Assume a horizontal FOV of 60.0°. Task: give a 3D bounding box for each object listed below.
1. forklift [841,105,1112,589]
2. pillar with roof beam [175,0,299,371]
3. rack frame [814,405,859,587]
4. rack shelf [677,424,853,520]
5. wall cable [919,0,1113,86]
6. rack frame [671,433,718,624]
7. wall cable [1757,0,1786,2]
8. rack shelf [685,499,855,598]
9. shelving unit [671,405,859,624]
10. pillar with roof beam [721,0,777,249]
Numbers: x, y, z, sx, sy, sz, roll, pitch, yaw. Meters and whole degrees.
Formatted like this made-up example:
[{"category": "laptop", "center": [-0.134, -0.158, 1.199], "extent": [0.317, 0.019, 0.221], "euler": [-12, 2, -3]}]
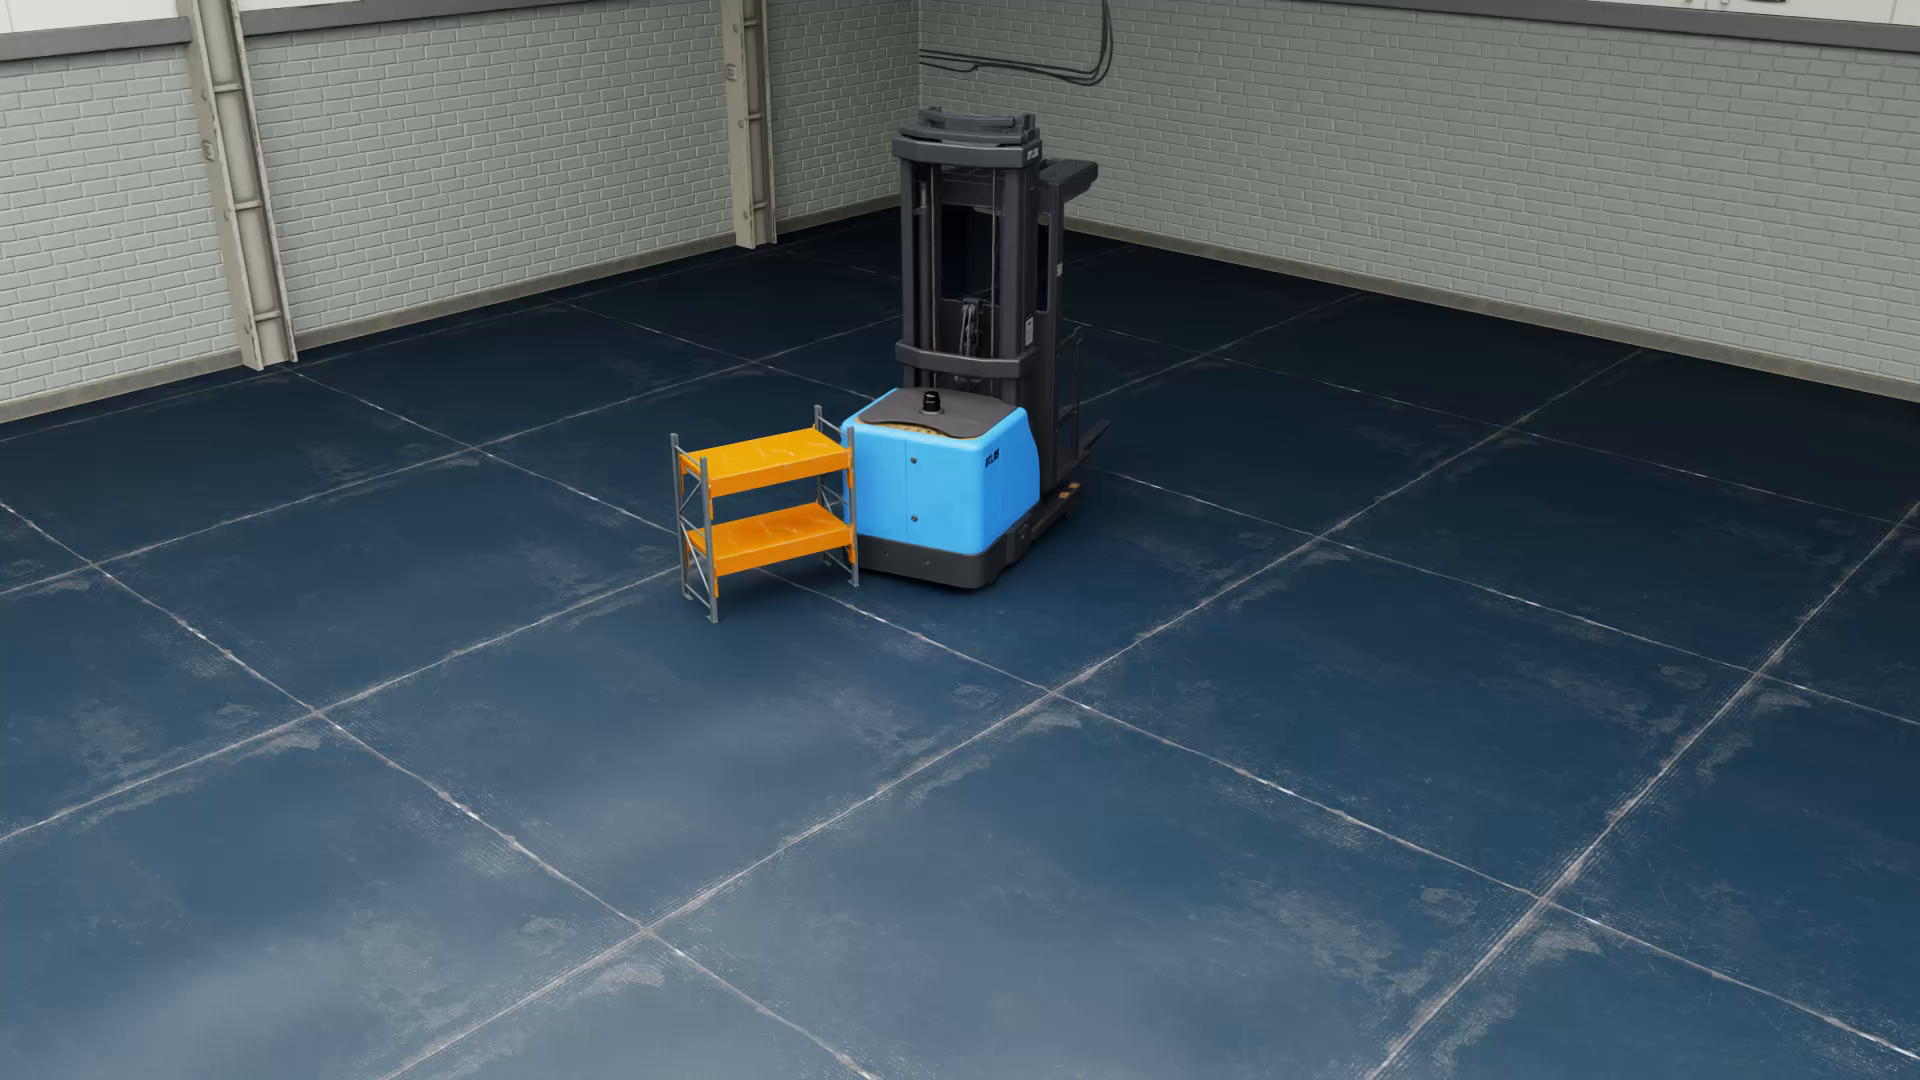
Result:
[{"category": "forklift", "center": [0.280, -1.591, 11.717], "extent": [1.130, 2.935, 3.031], "euler": [11, 26, 22]}, {"category": "pillar with roof beam", "center": [-3.192, -4.580, 10.966], "extent": [9.100, 9.000, 0.400], "euler": [20, 31, 38]}, {"category": "rack frame", "center": [-0.818, -0.290, 11.022], "extent": [0.032, 1.125, 0.500], "euler": [-14, 28, -29]}, {"category": "rack shelf", "center": [-1.251, -0.448, 10.659], "extent": [1.000, 0.278, 0.538], "euler": [-14, 28, -29]}, {"category": "wall cable", "center": [0.558, -6.703, 19.496], "extent": [3.097, 2.526, 0.112], "euler": [20, 31, 38]}, {"category": "rack frame", "center": [-1.684, -0.072, 10.536], "extent": [0.032, 1.125, 0.500], "euler": [-14, 28, -29]}, {"category": "wall cable", "center": [7.617, -7.075, 12.373], "extent": [2.305, 6.003, 0.169], "euler": [20, 31, 38]}, {"category": "rack shelf", "center": [-1.251, 0.042, 10.879], "extent": [1.000, 0.278, 0.538], "euler": [-14, 28, -29]}, {"category": "shelving unit", "center": [-1.251, -0.181, 10.779], "extent": [1.048, 1.125, 0.538], "euler": [-14, 28, -29]}, {"category": "pillar with roof beam", "center": [0.813, -6.408, 15.043], "extent": [9.100, 9.000, 0.400], "euler": [20, 31, 38]}]
